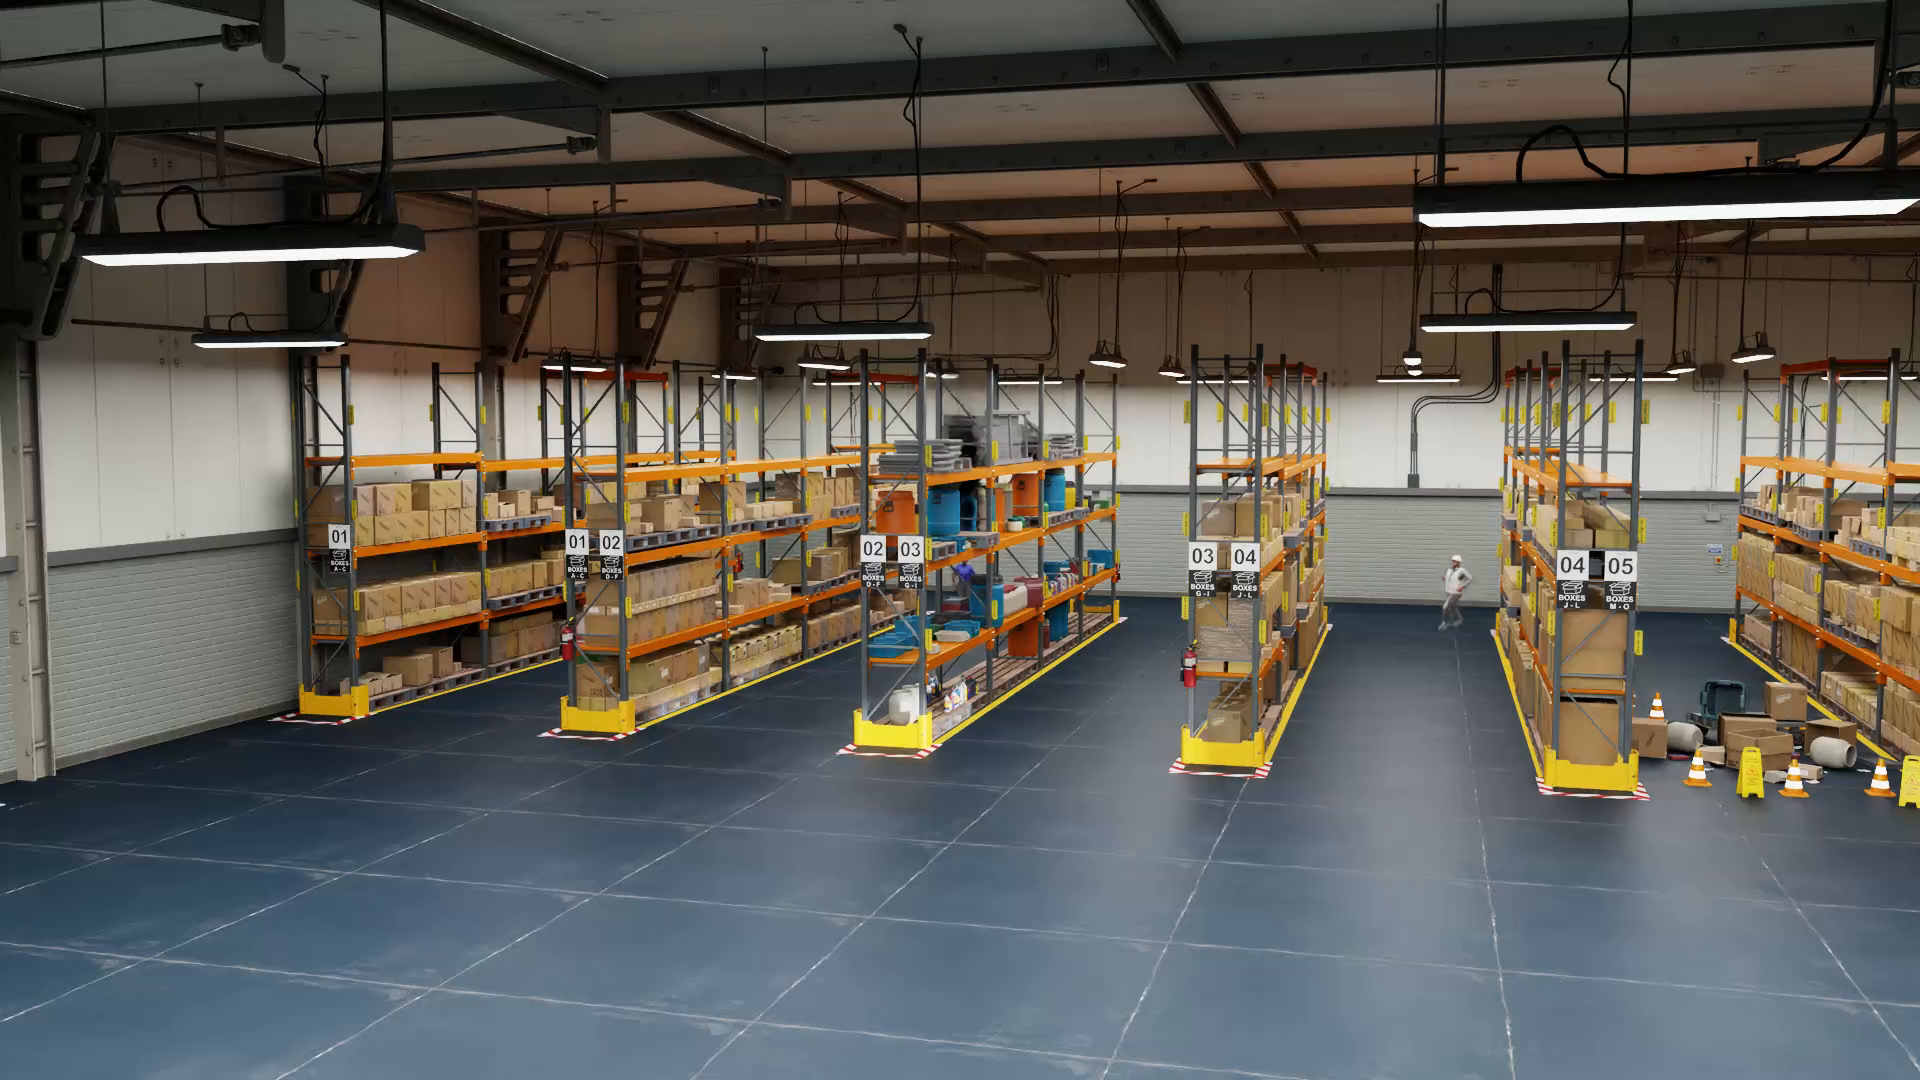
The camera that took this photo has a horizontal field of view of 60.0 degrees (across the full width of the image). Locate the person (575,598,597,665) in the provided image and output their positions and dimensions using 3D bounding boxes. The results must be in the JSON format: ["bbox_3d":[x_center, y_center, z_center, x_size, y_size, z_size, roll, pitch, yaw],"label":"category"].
[{"bbox_3d":[-6.611,1.924,29.295,0.669,1.810,0.816,0,4,5],"label":"person"}]

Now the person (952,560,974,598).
[{"bbox_3d":[0.083,1.170,40.361,0.568,1.619,0.571,0,4,-1],"label":"person"}]

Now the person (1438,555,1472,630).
[{"bbox_3d":[11.535,1.235,38.724,0.727,1.796,0.672,-1,4,-16],"label":"person"}]
